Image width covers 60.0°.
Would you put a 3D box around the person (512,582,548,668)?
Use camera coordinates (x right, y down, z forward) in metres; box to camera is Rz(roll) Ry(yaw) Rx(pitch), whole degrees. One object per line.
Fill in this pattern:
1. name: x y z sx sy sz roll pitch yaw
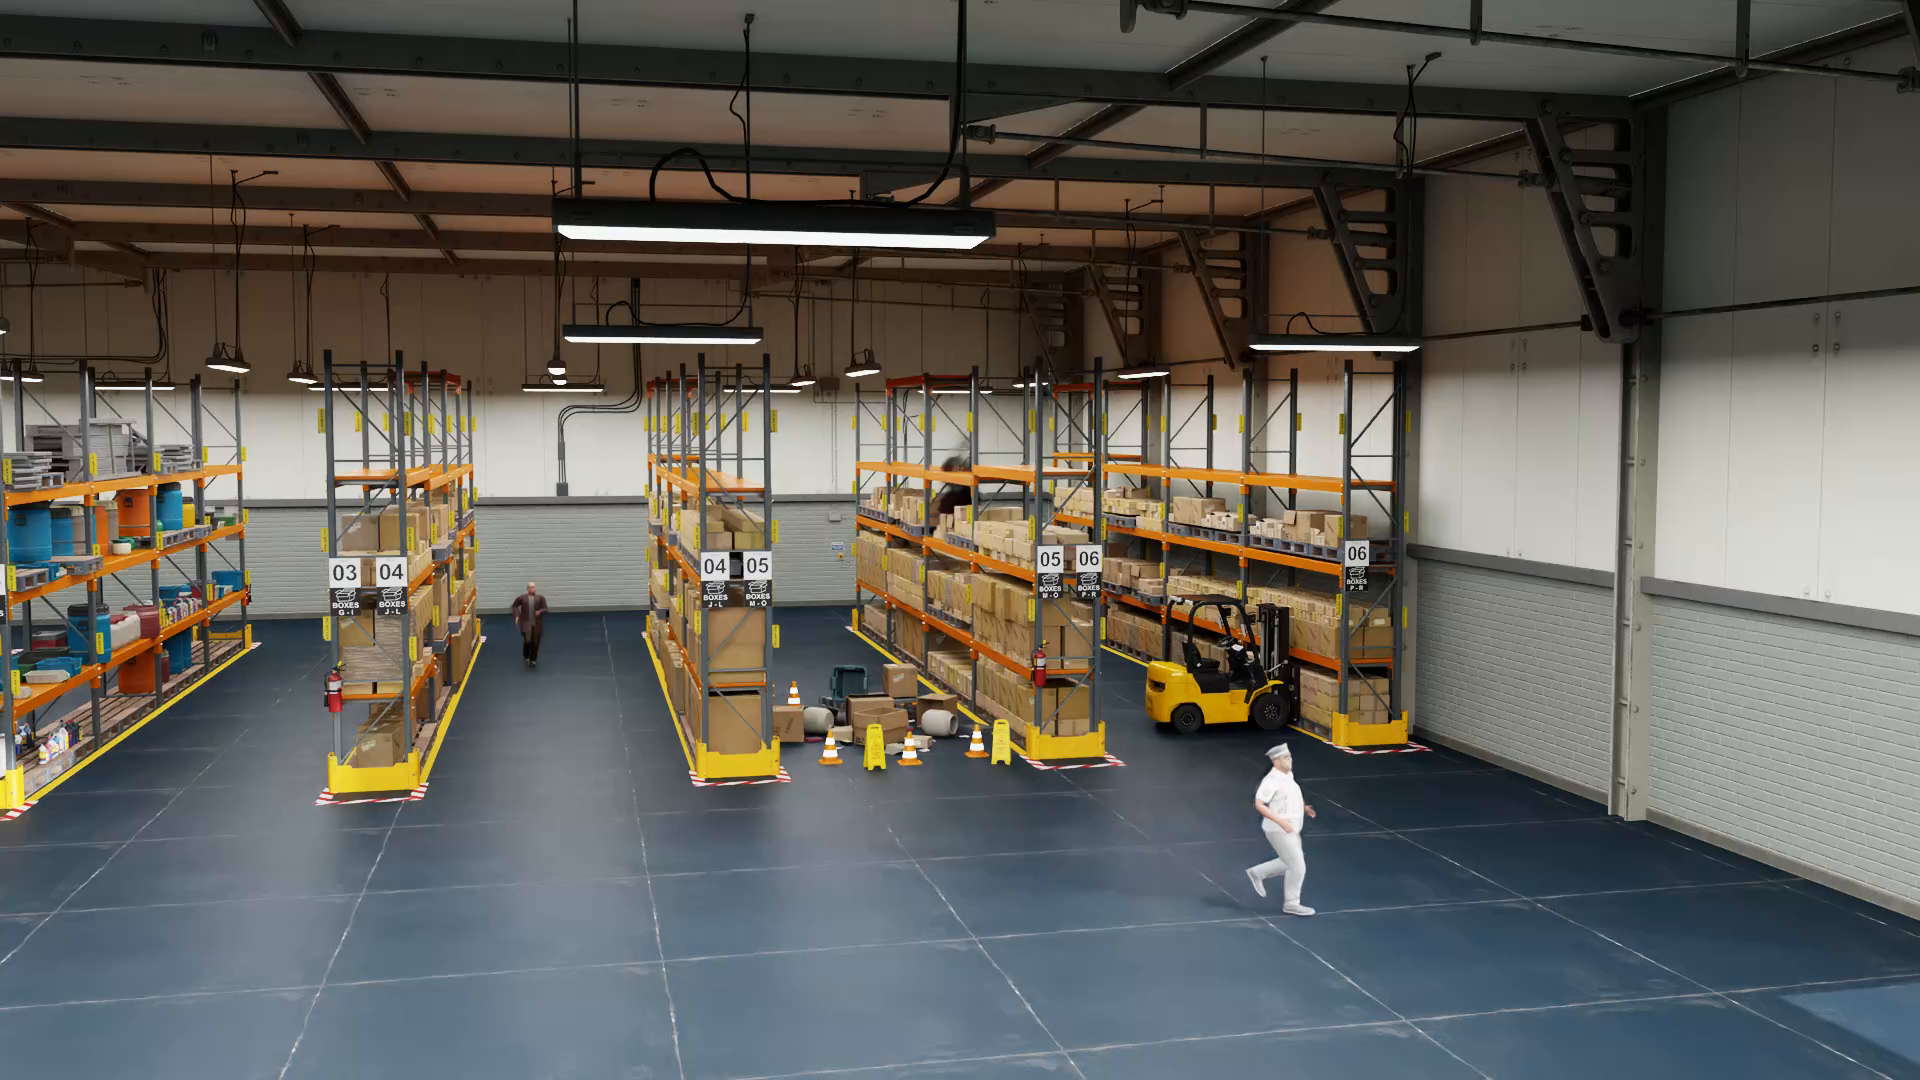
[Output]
1. person: -8.791 1.747 34.093 0.682 1.766 0.733 -2 4 -23

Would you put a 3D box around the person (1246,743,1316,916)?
1. person: 3.280 2.942 17.069 0.779 1.741 0.672 2 5 31
